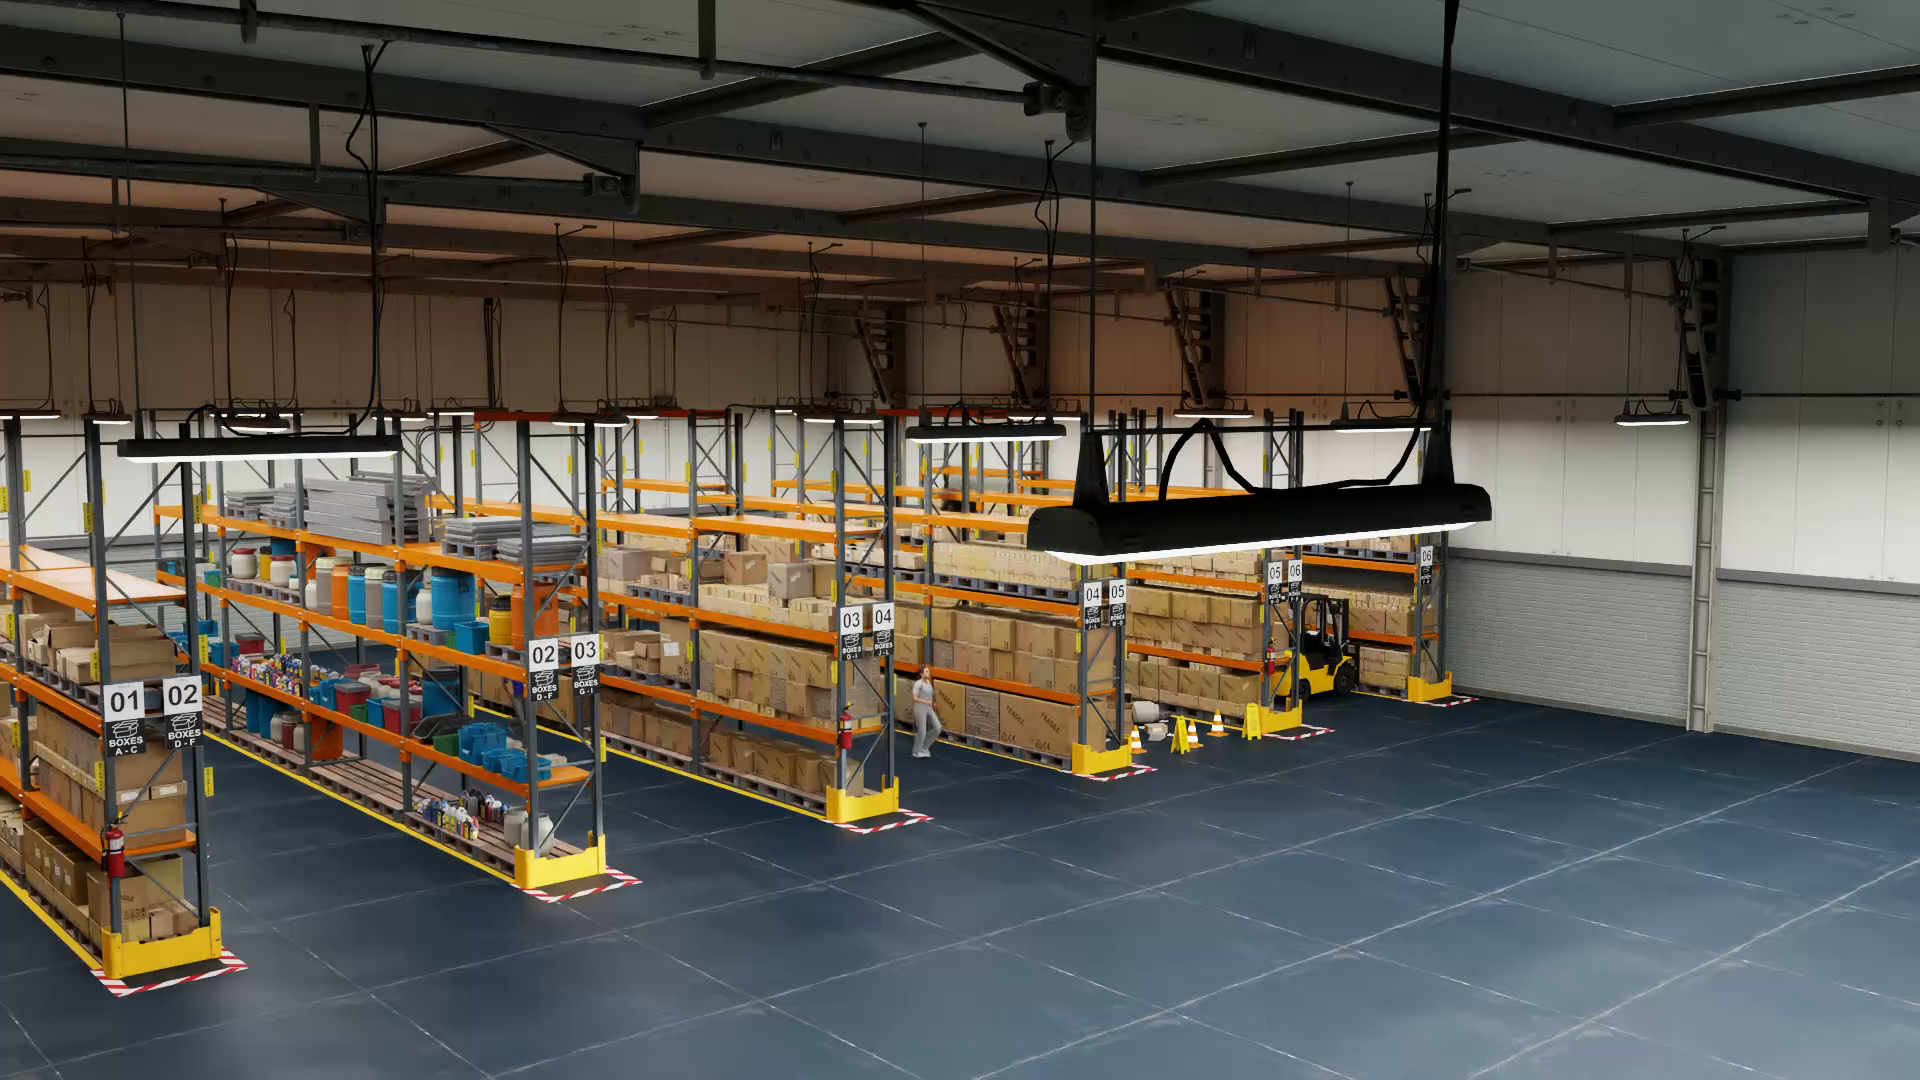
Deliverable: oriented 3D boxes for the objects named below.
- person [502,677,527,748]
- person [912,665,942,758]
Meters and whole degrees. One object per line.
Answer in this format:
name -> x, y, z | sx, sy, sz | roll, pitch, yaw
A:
person -> -7.897, 2.912, 29.885 | 0.546, 1.665, 1.079 | -5, 7, -43
person -> -0.598, 2.975, 28.805 | 0.602, 1.633, 0.570 | 4, 6, 38
